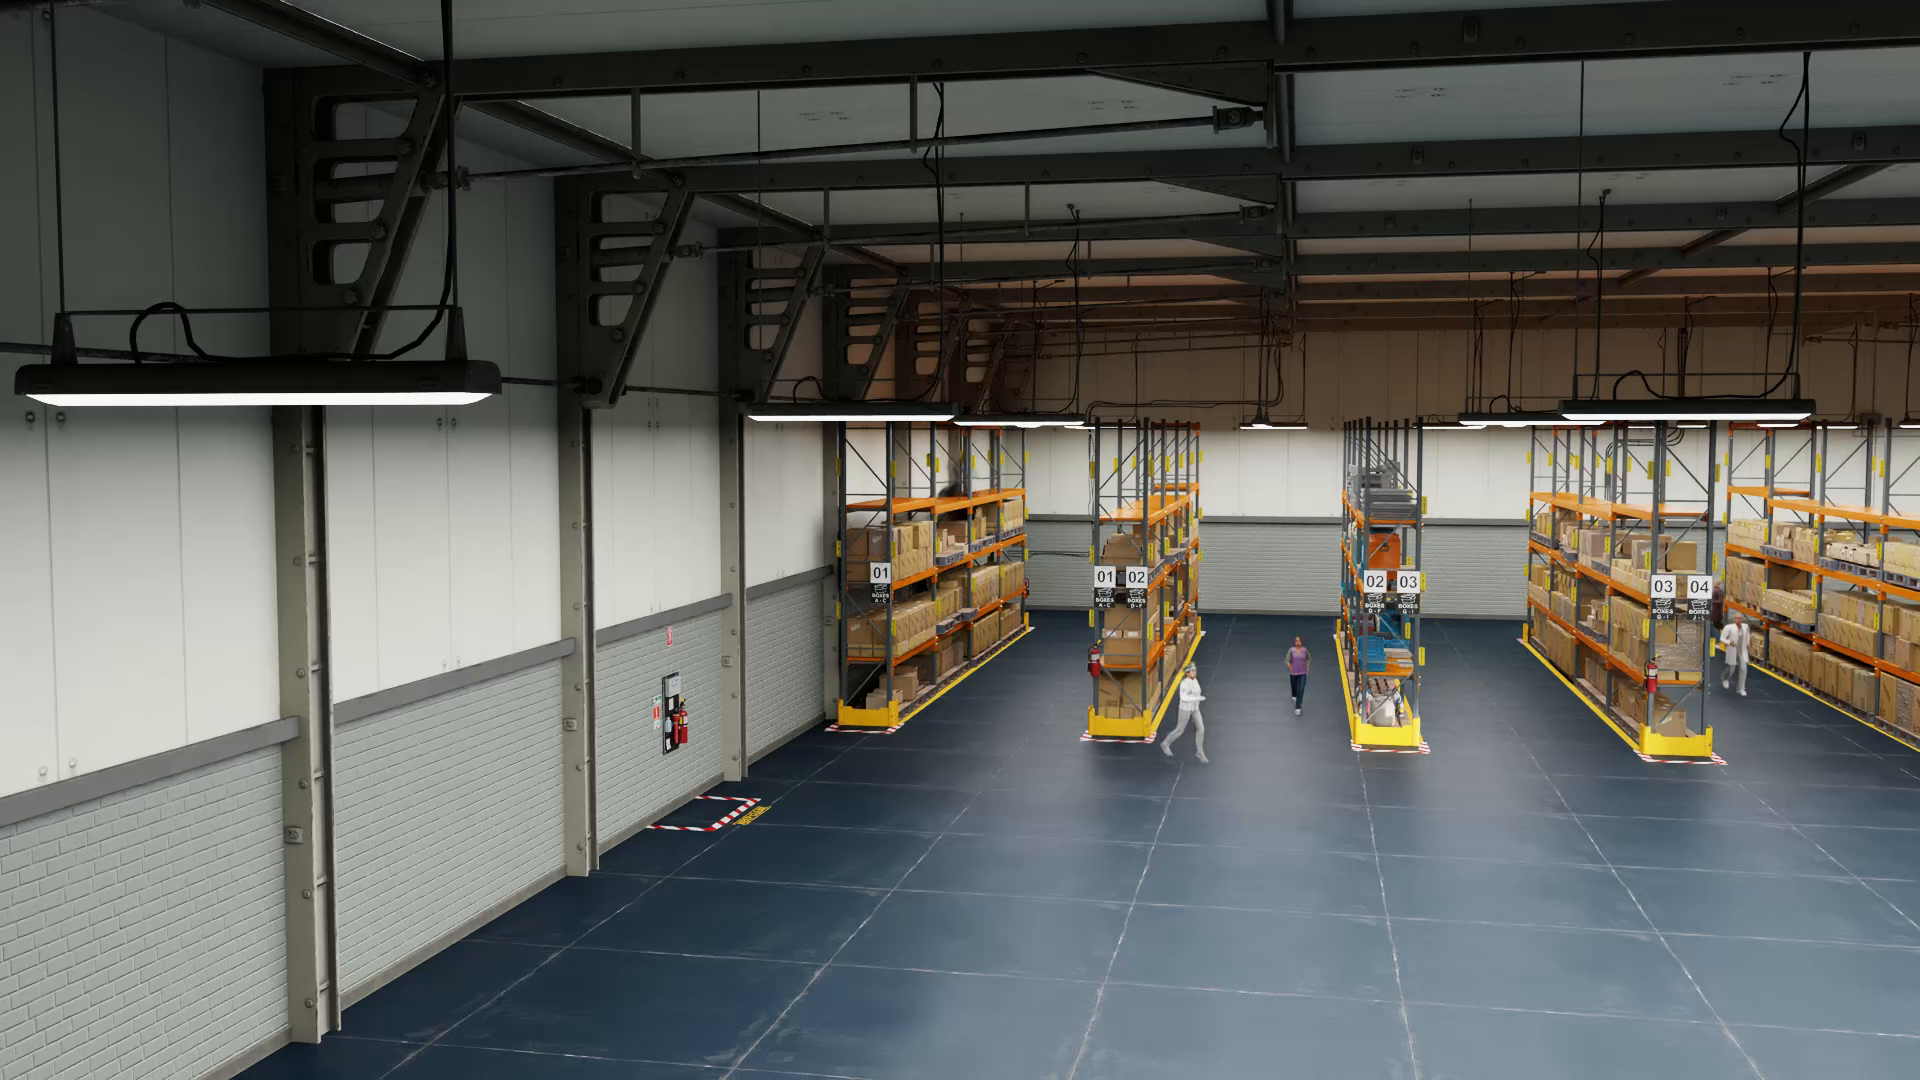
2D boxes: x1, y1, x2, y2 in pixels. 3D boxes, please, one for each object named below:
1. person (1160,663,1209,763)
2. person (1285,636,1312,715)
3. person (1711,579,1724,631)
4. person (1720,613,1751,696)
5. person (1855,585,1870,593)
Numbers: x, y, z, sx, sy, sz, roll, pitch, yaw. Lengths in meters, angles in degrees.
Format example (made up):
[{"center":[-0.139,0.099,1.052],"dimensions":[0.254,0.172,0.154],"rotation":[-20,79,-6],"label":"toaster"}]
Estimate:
[{"center":[3.953,2.994,29.027],"dimensions":[0.622,1.738,0.889],"rotation":[-4,5,-45],"label":"person"},{"center":[6.901,2.742,33.946],"dimensions":[0.547,1.584,0.759],"rotation":[1,4,8],"label":"person"},{"center":[20.499,2.038,45.042],"dimensions":[0.994,1.591,0.737],"rotation":[0,4,4],"label":"person"},{"center":[16.959,2.471,36.370],"dimensions":[0.690,1.771,1.042],"rotation":[0,4,6],"label":"person"},{"center":[24.259,1.928,44.669],"dimensions":[1.002,1.803,0.672],"rotation":[1,4,15],"label":"person"}]
